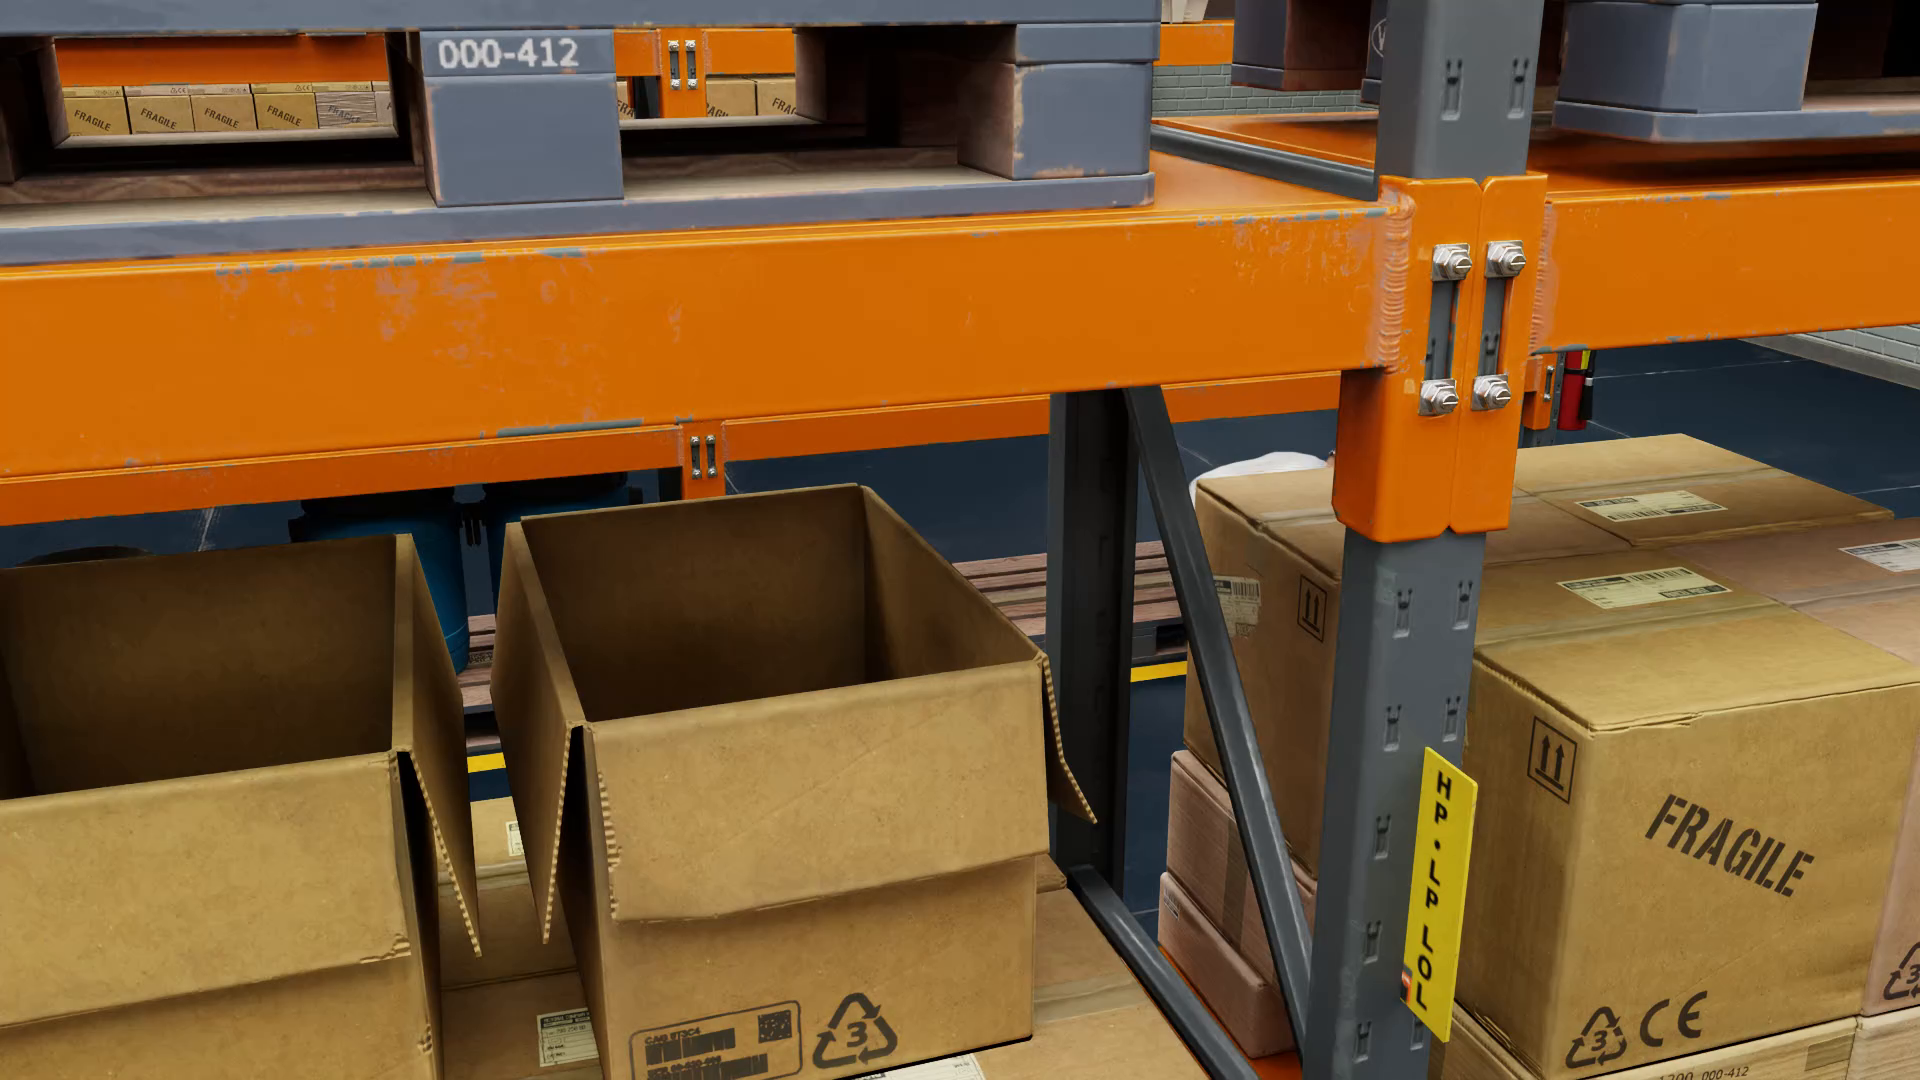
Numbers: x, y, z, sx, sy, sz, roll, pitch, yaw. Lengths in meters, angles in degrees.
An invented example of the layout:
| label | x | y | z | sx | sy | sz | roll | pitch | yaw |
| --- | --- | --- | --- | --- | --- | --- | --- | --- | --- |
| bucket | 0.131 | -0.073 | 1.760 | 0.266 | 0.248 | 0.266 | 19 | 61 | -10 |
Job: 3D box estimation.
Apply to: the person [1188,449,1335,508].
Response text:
| label | x | y | z | sx | sy | sz | roll | pitch | yaw |
| --- | --- | --- | --- | --- | --- | --- | --- | --- | --- |
| person | 1.410 | 0.098 | 7.448 | 0.957 | 1.004 | 0.535 | -7 | 20 | -20 |
